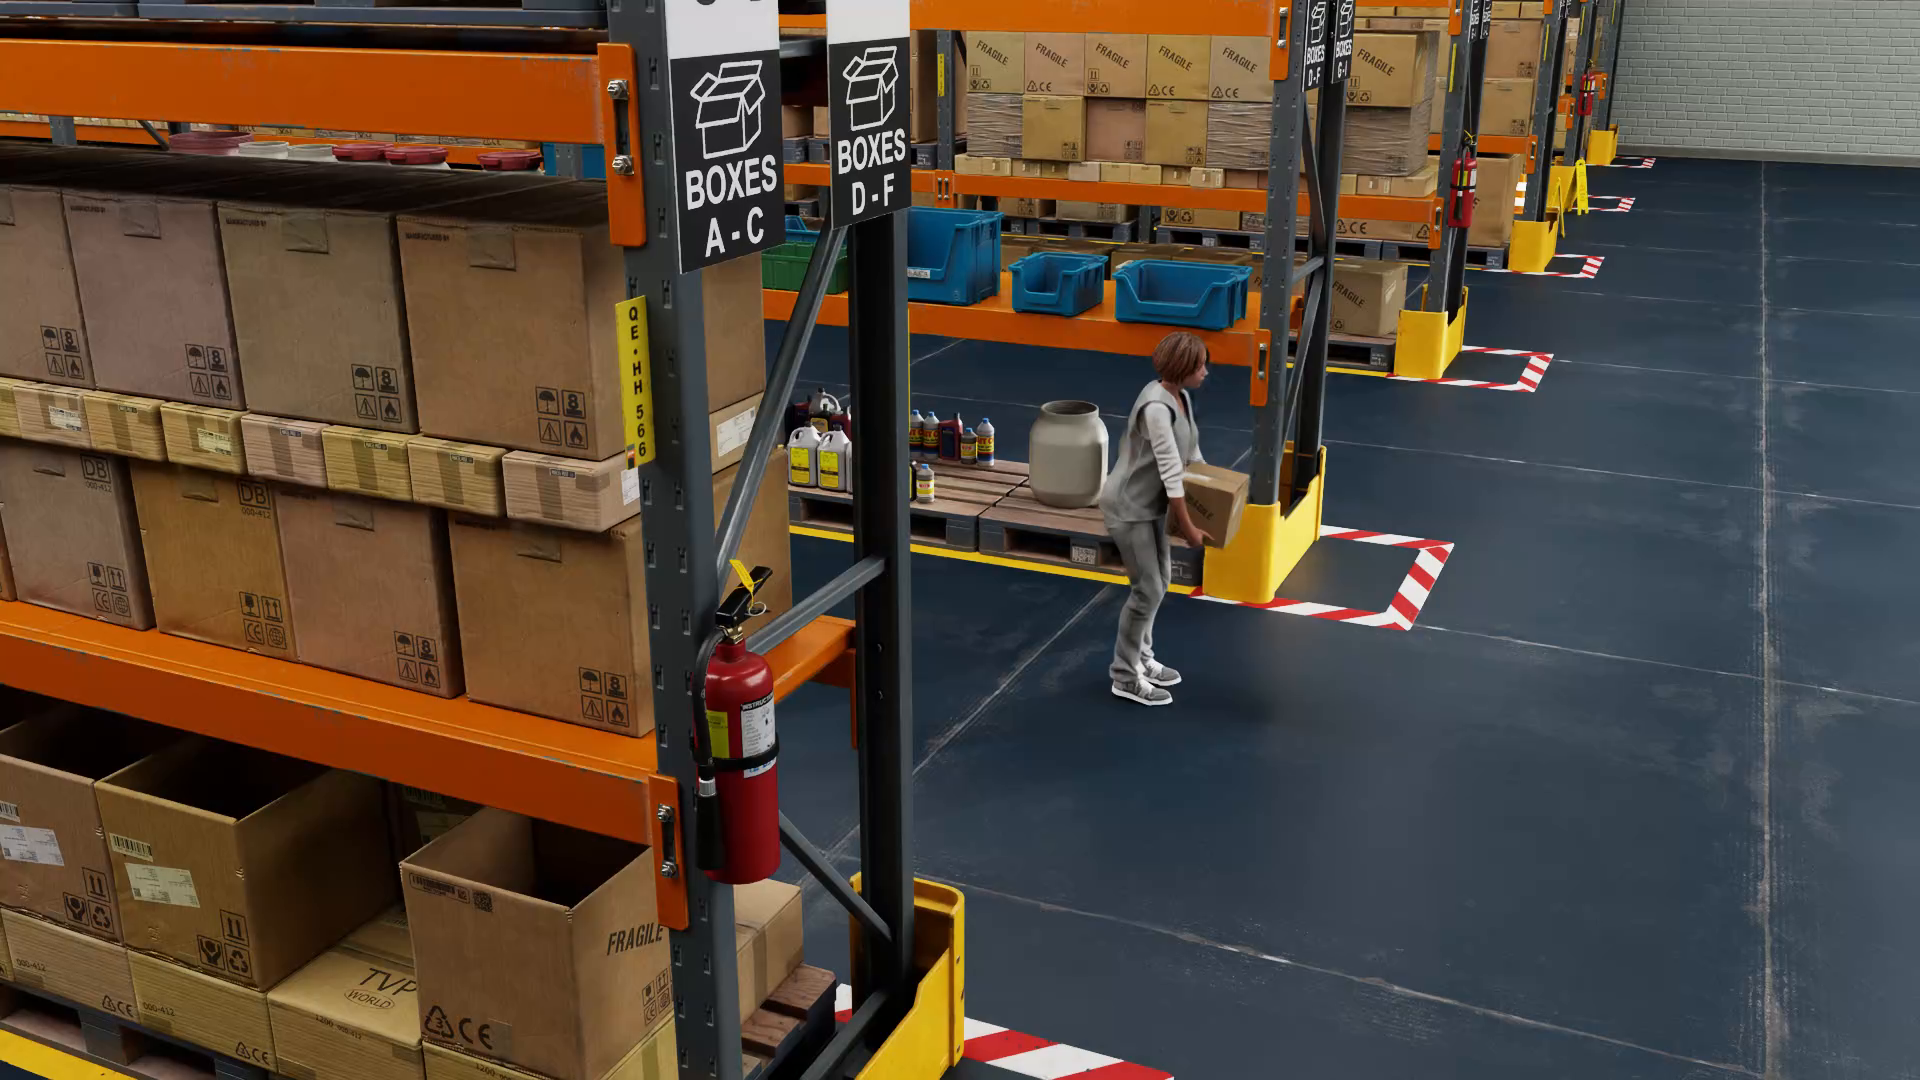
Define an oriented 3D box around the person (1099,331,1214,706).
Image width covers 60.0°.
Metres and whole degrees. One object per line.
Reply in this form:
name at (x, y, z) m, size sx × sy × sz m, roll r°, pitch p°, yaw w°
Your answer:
person at (0.835, -0.090, 6.877) m, size 0.521 × 1.577 × 0.372 m, roll 8°, pitch 21°, yaw 22°
